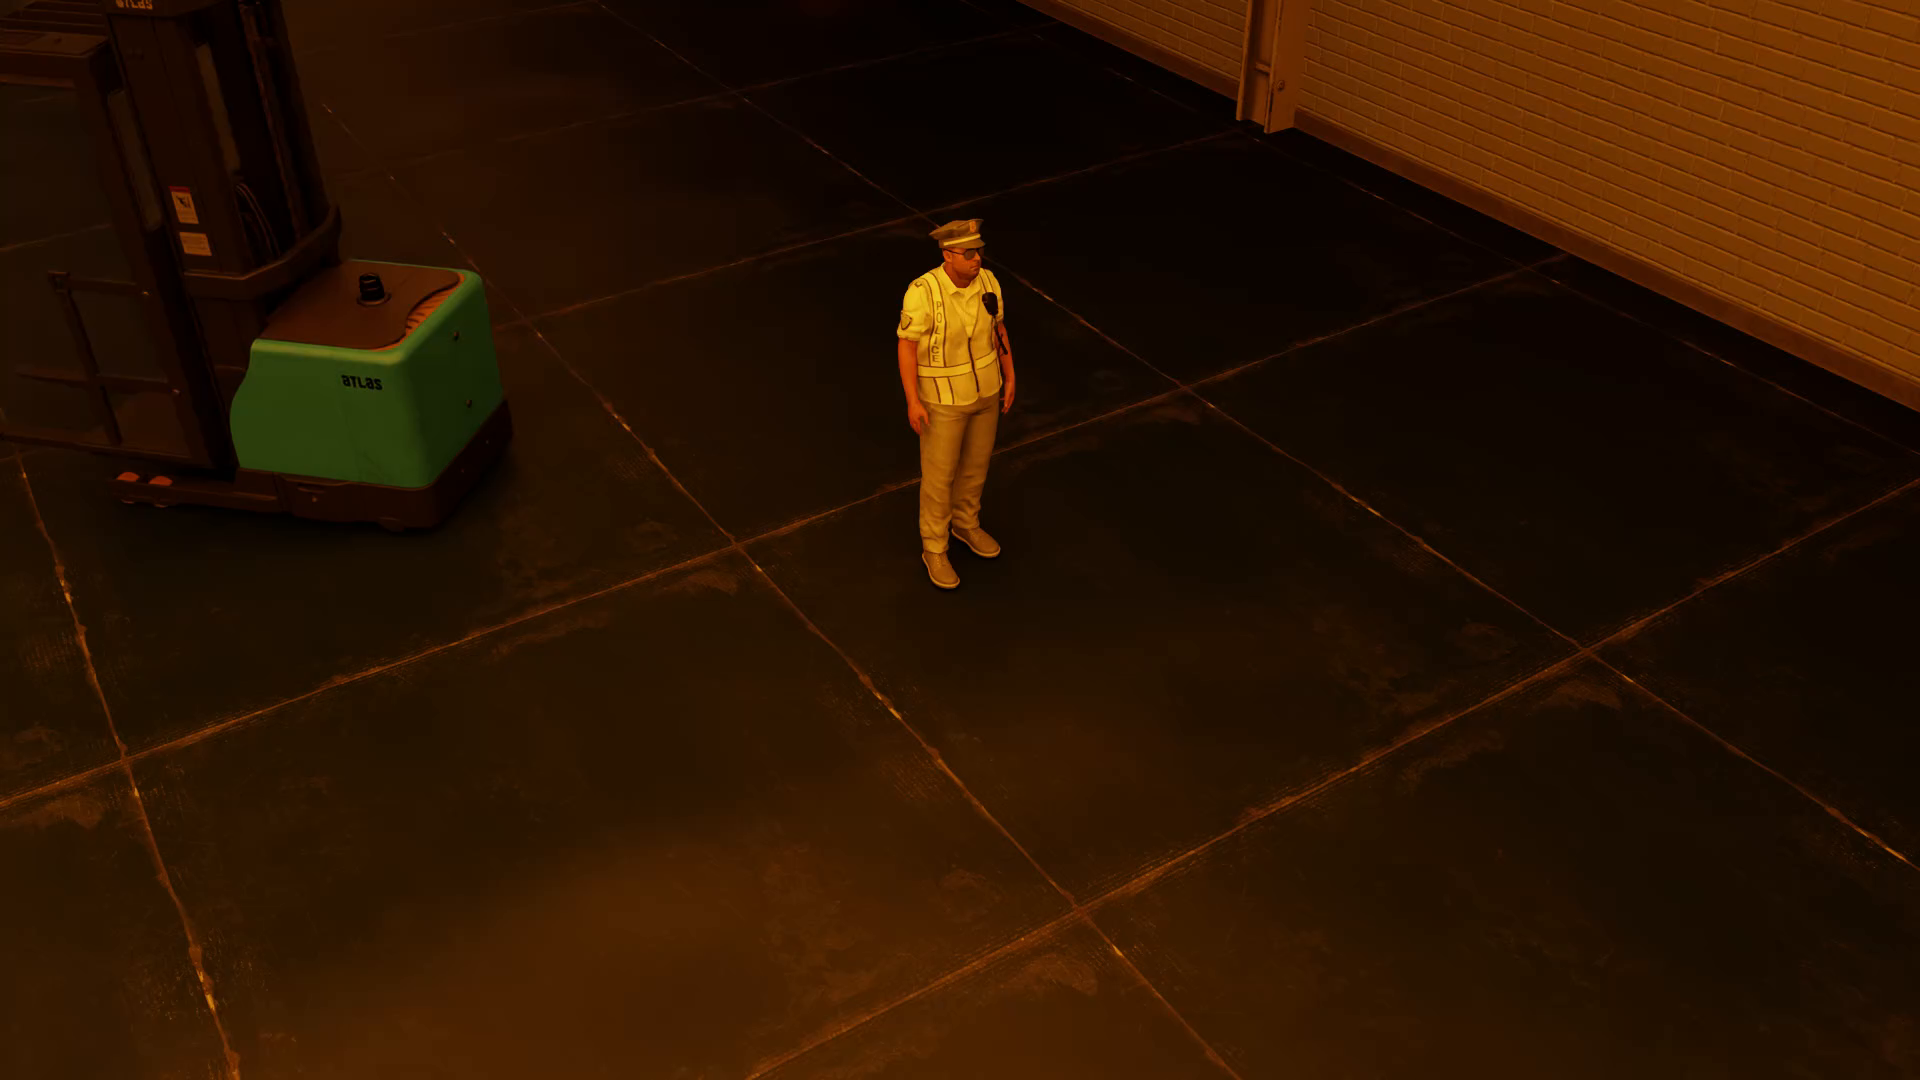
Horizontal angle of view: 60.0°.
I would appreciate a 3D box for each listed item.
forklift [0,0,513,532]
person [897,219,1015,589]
[{"bbox_3d":[-4.102,-1.663,8.515,3.031,2.935,1.130,7,36,10],"label":"forklift"},{"bbox_3d":[0.033,-0.695,8.121,0.641,1.781,0.574,-21,40,-27],"label":"person"}]
